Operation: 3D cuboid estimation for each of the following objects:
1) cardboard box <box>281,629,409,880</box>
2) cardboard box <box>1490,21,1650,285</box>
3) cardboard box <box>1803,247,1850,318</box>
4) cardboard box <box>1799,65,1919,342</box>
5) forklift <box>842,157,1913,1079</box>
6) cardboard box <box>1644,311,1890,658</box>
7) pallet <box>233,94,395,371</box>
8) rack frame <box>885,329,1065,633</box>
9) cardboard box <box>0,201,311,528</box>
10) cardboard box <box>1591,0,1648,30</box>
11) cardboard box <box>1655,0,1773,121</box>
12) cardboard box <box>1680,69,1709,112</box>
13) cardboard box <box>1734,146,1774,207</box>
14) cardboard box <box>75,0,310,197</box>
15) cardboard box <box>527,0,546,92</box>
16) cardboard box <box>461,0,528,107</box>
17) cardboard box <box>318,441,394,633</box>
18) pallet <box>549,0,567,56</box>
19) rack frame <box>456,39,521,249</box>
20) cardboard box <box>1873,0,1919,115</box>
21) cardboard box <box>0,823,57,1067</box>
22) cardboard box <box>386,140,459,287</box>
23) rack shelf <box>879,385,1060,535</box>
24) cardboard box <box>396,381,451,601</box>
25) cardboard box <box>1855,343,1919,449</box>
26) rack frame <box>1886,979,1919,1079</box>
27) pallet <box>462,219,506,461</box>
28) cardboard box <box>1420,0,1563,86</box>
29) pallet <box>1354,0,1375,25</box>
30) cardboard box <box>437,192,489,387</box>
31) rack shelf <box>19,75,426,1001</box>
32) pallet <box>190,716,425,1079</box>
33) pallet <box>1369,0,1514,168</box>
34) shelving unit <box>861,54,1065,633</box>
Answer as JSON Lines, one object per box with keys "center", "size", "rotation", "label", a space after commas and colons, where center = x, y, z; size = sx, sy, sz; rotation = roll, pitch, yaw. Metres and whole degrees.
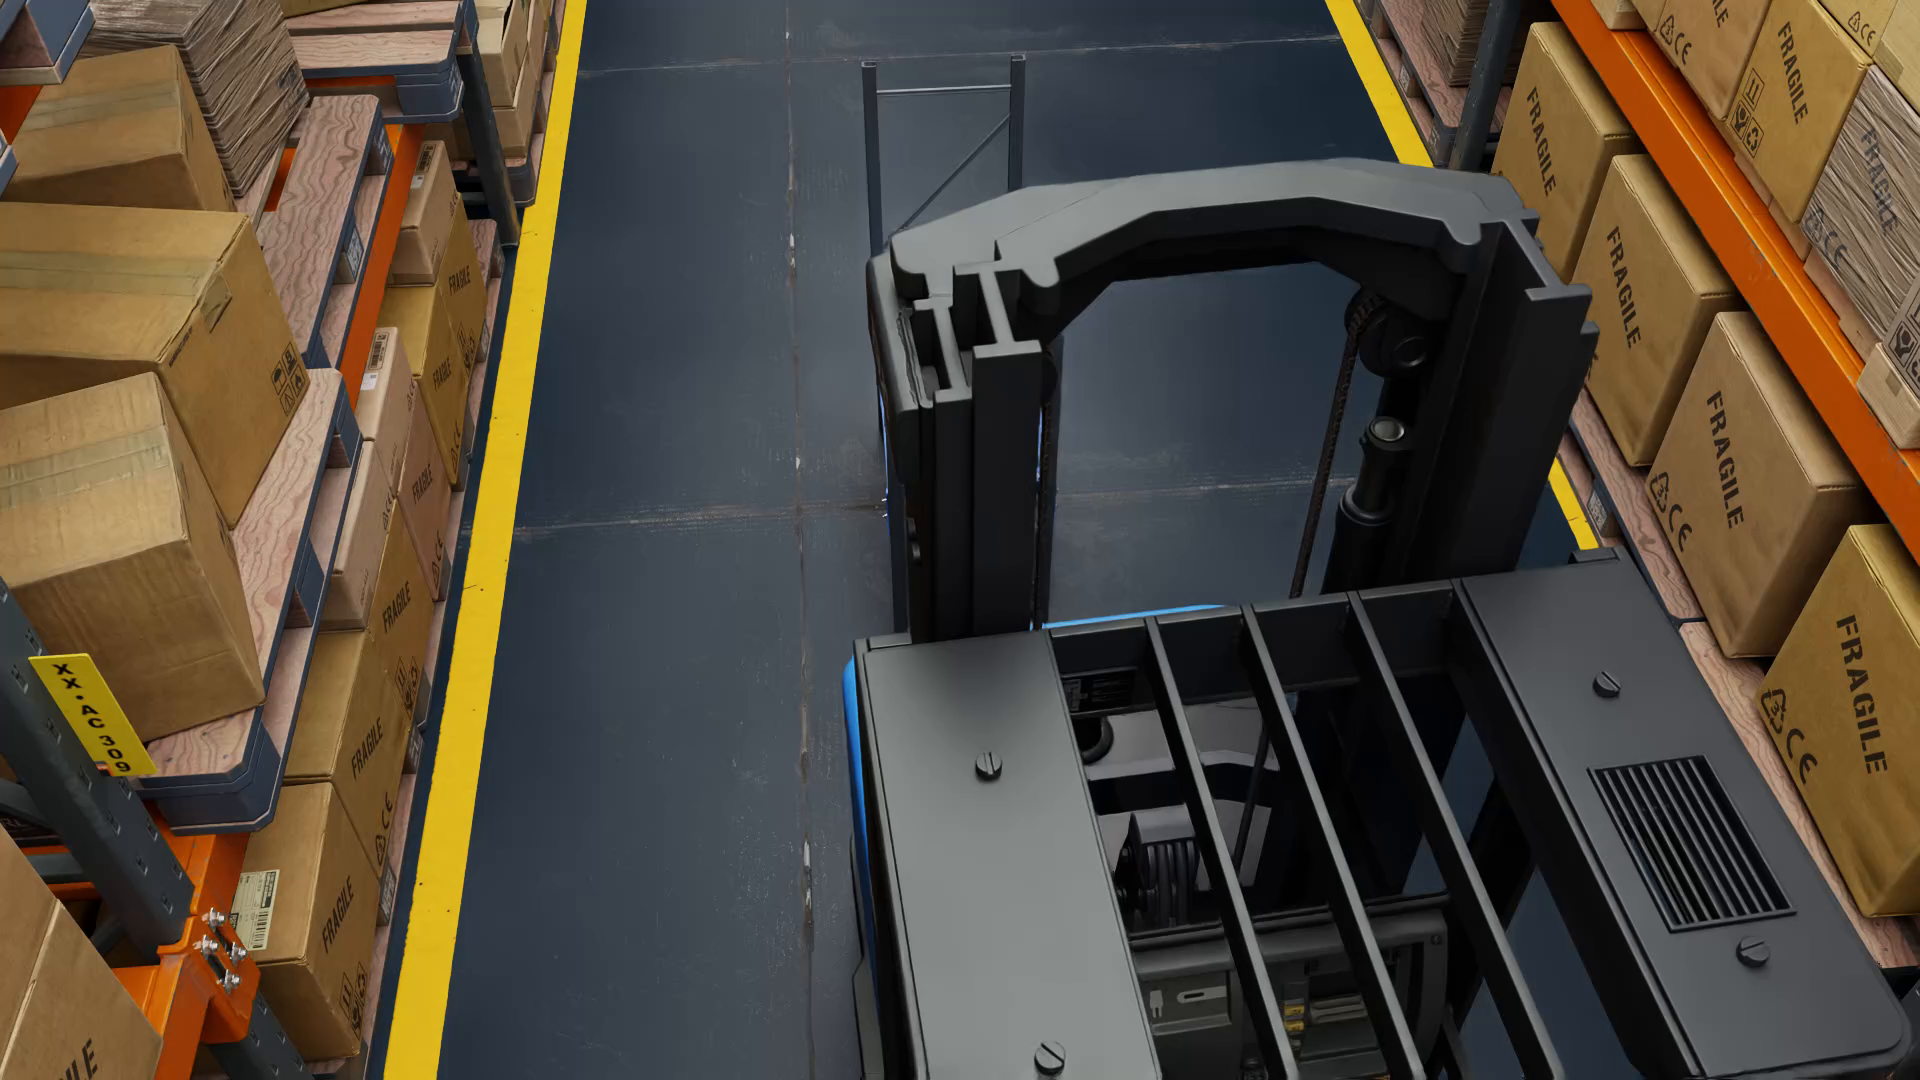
{"center": [-1.854, 0.594, 4.540], "size": [0.500, 0.500, 0.500], "rotation": [-3, 47, -3], "label": "cardboard box"}
{"center": [2.532, -1.427, 6.227], "size": [0.750, 0.750, 0.750], "rotation": [-4, 47, -4], "label": "cardboard box"}
{"center": [2.563, -0.737, 4.542], "size": [0.380, 0.149, 0.250], "rotation": [-5, 47, -4], "label": "cardboard box"}
{"center": [2.560, -0.862, 4.213], "size": [0.500, 0.500, 0.500], "rotation": [-3, 47, -3], "label": "cardboard box"}
{"center": [0.441, 0.994, 2.790], "size": [1.130, 2.935, 3.031], "rotation": [-7, 47, -6], "label": "forklift"}
{"center": [2.674, -0.178, 5.044], "size": [0.750, 0.750, 0.750], "rotation": [-2, 47, -2], "label": "cardboard box"}
{"center": [-2.168, -0.785, 4.560], "size": [1.003, 0.211, 1.213], "rotation": [-3, 47, -3], "label": "pallet"}
{"center": [0.035, -0.210, 4.916], "size": [0.500, 1.500, 0.032], "rotation": [-3, 47, -3], "label": "rack frame"}
{"center": [-1.938, -0.393, 3.698], "size": [0.700, 0.500, 0.500], "rotation": [3, 47, 3], "label": "cardboard box"}
{"center": [2.348, -1.850, 5.595], "size": [0.380, 0.149, 0.250], "rotation": [-2, 47, -2], "label": "cardboard box"}
{"center": [2.461, -1.600, 4.912], "size": [0.500, 0.500, 0.500], "rotation": [-4, 47, -3], "label": "cardboard box"}
{"center": [2.522, -1.488, 5.253], "size": [0.380, 0.149, 0.250], "rotation": [-3, 47, -2], "label": "cardboard box"}
{"center": [2.537, -1.121, 4.905], "size": [0.380, 0.149, 0.250], "rotation": [-3, 47, -3], "label": "cardboard box"}
{"center": [-2.284, -1.315, 4.571], "size": [0.700, 0.500, 0.500], "rotation": [4, 47, 4], "label": "cardboard box"}
{"center": [-2.129, -2.217, 7.389], "size": [0.500, 0.250, 0.500], "rotation": [-5, 47, -4], "label": "cardboard box"}
{"center": [-2.086, -2.046, 6.841], "size": [0.500, 0.311, 0.500], "rotation": [-2, 47, -2], "label": "cardboard box"}
{"center": [-1.882, -0.002, 4.588], "size": [0.500, 0.250, 0.500], "rotation": [-3, 47, -3], "label": "cardboard box"}
{"center": [-2.464, -2.778, 8.235], "size": [1.003, 0.211, 1.213], "rotation": [-3, 47, -3], "label": "pallet"}
{"center": [-2.335, -2.258, 5.822], "size": [1.000, 3.000, 0.127], "rotation": [-3, 47, -3], "label": "rack frame"}
{"center": [2.566, -1.131, 3.951], "size": [0.500, 0.250, 0.500], "rotation": [-3, 47, -3], "label": "cardboard box"}
{"center": [-1.700, 0.608, 2.351], "size": [0.500, 0.500, 0.500], "rotation": [-3, 47, -3], "label": "cardboard box"}
{"center": [-2.014, -1.105, 5.632], "size": [0.500, 0.250, 0.500], "rotation": [-2, 47, -2], "label": "cardboard box"}
{"center": [-0.007, -0.454, 5.395], "size": [0.538, 0.185, 1.000], "rotation": [-3, 47, -3], "label": "rack shelf"}
{"center": [-1.930, -0.134, 5.229], "size": [0.500, 0.500, 0.500], "rotation": [-5, 47, -5], "label": "cardboard box"}
{"center": [2.523, -0.374, 4.198], "size": [0.380, 0.149, 0.250], "rotation": [-3, 47, -3], "label": "cardboard box"}
{"center": [2.936, 0.332, 3.369], "size": [1.000, 3.000, 0.127], "rotation": [-3, 47, -3], "label": "rack frame"}
{"center": [-2.310, -0.757, 6.321], "size": [1.003, 0.211, 1.213], "rotation": [-3, 47, -3], "label": "pallet"}
{"center": [2.488, -2.371, 7.348], "size": [0.700, 0.500, 0.500], "rotation": [-3, 47, -3], "label": "cardboard box"}
{"center": [2.438, -3.049, 8.492], "size": [1.003, 0.211, 1.213], "rotation": [-3, 47, -3], "label": "pallet"}
{"center": [-2.023, -0.887, 5.943], "size": [0.500, 0.500, 0.500], "rotation": [-2, 47, -2], "label": "cardboard box"}
{"center": [-2.168, -0.564, 4.713], "size": [1.077, 0.370, 4.000], "rotation": [-3, 47, -3], "label": "rack shelf"}
{"center": [-2.106, 1.009, 4.649], "size": [1.003, 0.211, 1.213], "rotation": [-3, 47, -3], "label": "pallet"}
{"center": [2.537, -2.168, 7.658], "size": [1.003, 0.211, 1.213], "rotation": [-3, 47, -3], "label": "pallet"}
{"center": [-0.007, -0.577, 5.264], "size": [0.538, 1.500, 1.048], "rotation": [-3, 47, -3], "label": "shelving unit"}
